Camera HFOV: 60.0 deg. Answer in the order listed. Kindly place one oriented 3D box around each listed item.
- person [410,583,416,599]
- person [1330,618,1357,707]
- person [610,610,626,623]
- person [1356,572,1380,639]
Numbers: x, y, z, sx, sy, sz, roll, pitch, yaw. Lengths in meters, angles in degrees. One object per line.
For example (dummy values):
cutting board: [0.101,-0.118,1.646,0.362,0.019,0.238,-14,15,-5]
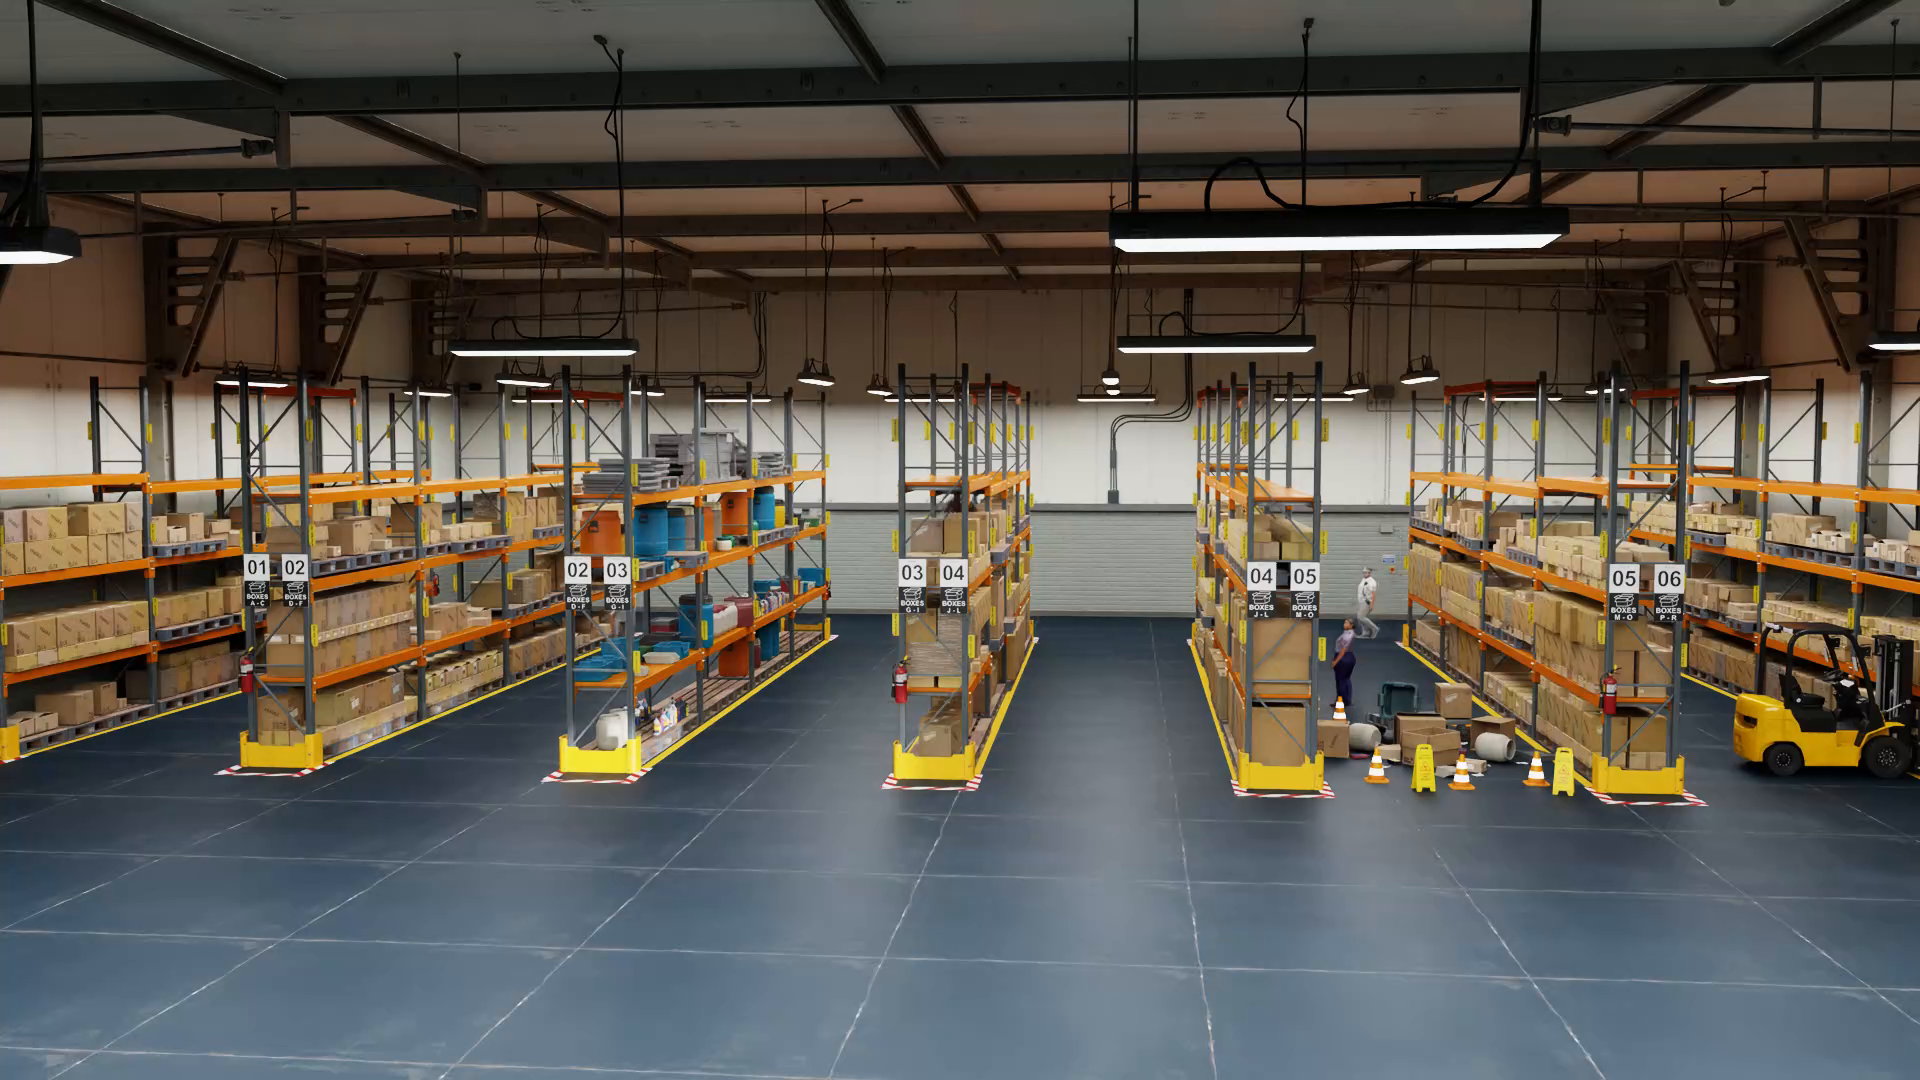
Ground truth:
person: [-12.332,1.777,37.669,0.613,1.621,1.064,0,4,1]
person: [6.997,2.253,30.363,0.429,1.673,0.573,3,5,40]
person: [-7.529,1.949,36.932,0.493,1.395,0.678,0,4,-2]
person: [9.883,1.541,40.326,0.522,1.709,0.512,0,4,1]
